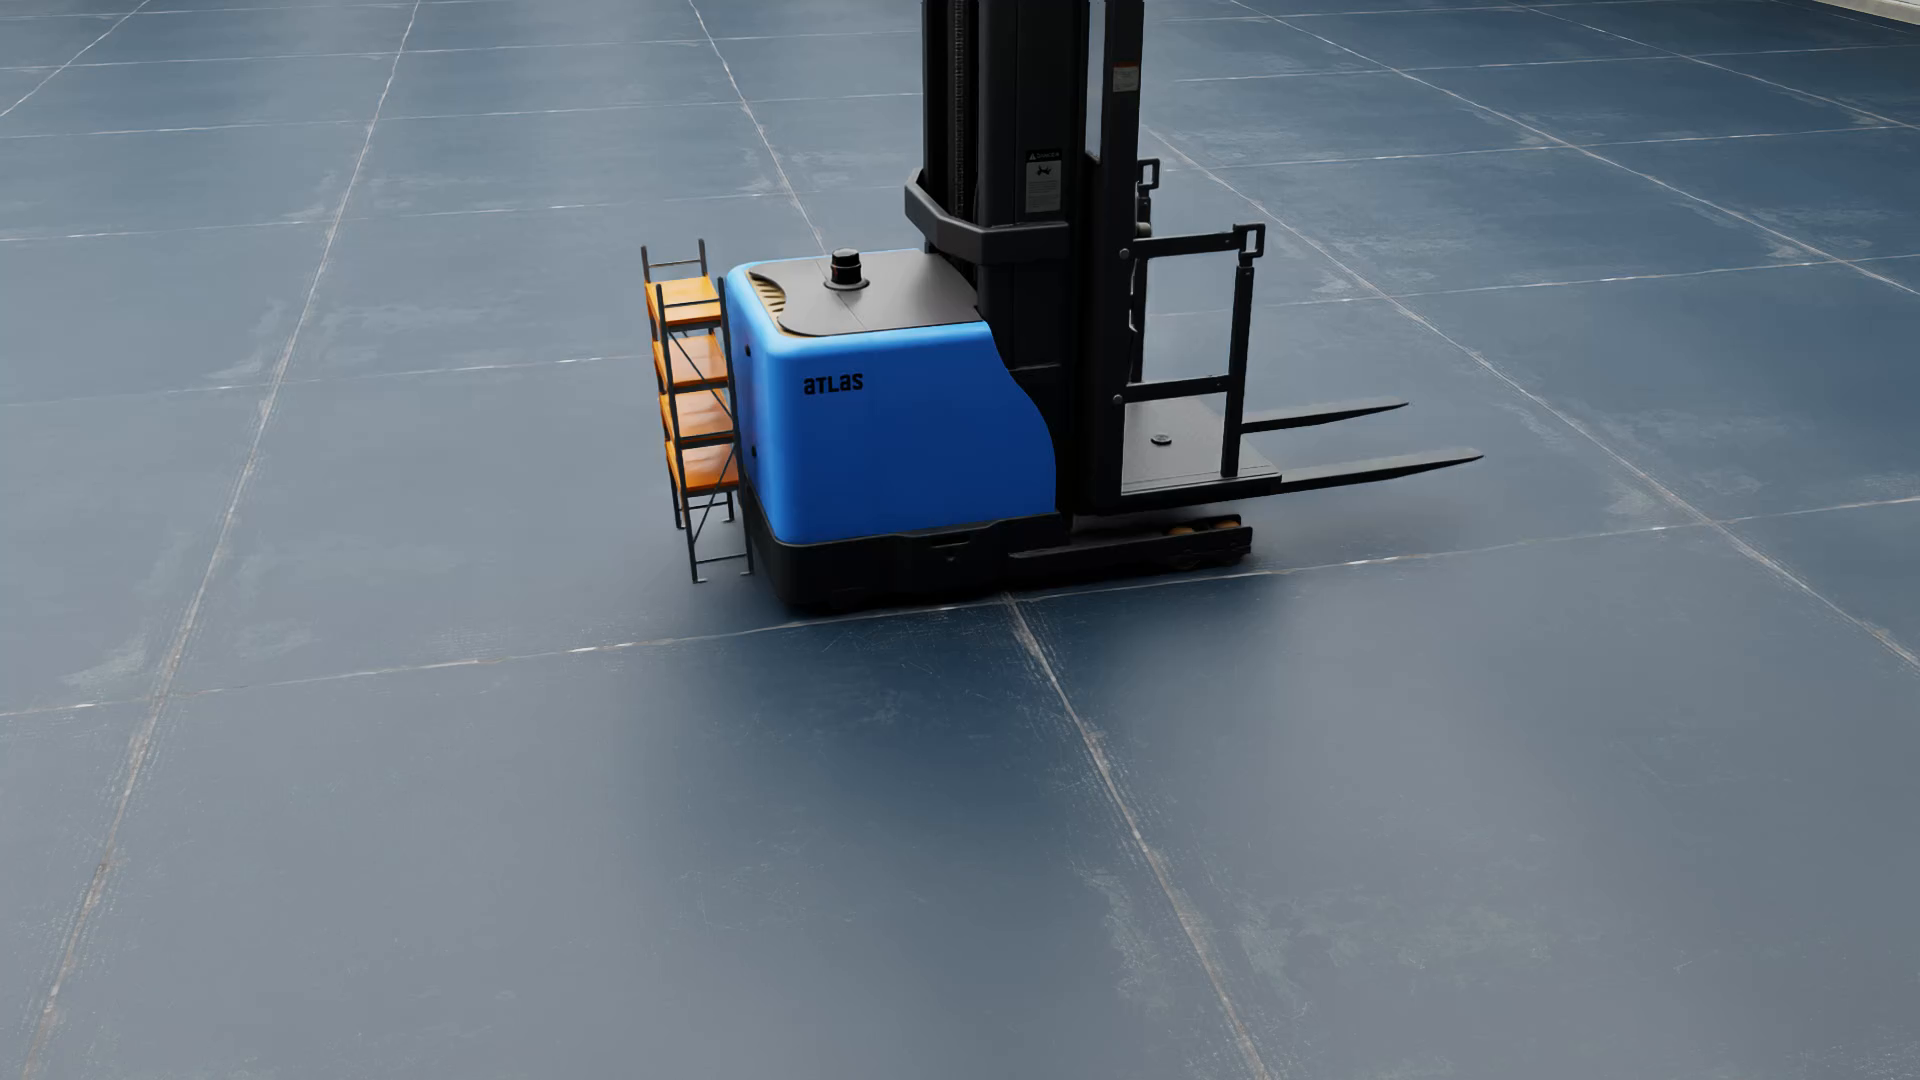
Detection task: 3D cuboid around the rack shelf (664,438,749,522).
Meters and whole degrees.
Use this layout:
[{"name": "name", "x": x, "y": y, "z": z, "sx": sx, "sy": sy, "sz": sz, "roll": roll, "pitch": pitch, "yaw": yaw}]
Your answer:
[{"name": "rack shelf", "x": -0.996, "y": -0.256, "z": 6.504, "sx": 0.258, "sy": 0.148, "sz": 0.480, "roll": -9, "pitch": 28, "yaw": -13}]

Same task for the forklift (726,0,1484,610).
[{"name": "forklift", "x": 0.649, "y": -1.415, "z": 6.301, "sx": 3.031, "sy": 2.935, "sz": 1.130, "roll": -8, "pitch": 28, "yaw": -15}]

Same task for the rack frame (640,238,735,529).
[{"name": "rack frame", "x": -1.072, "y": -0.598, "z": 6.592, "sx": 0.240, "sy": 1.200, "sz": 0.015, "roll": -9, "pitch": 28, "yaw": -13}]

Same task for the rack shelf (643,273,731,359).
[{"name": "rack shelf", "x": -1.019, "y": -0.841, "z": 6.202, "sx": 0.258, "sy": 0.148, "sz": 0.480, "roll": -9, "pitch": 28, "yaw": -13}]

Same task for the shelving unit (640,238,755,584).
[{"name": "shelving unit", "x": -1.005, "y": -0.492, "z": 6.382, "sx": 0.258, "sy": 1.200, "sz": 0.503, "roll": -9, "pitch": 28, "yaw": -13}]

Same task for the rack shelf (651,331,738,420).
[{"name": "rack shelf", "x": -1.011, "y": -0.631, "z": 6.311, "sx": 0.258, "sy": 0.148, "sz": 0.480, "roll": -9, "pitch": 28, "yaw": -13}]

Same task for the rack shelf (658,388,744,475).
[{"name": "rack shelf", "x": -1.003, "y": -0.432, "z": 6.413, "sx": 0.258, "sy": 0.148, "sz": 0.480, "roll": -9, "pitch": 28, "yaw": -13}]

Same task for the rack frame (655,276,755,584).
[{"name": "rack frame", "x": -0.938, "y": -0.386, "z": 6.173, "sx": 0.240, "sy": 1.200, "sz": 0.015, "roll": -9, "pitch": 28, "yaw": -13}]
